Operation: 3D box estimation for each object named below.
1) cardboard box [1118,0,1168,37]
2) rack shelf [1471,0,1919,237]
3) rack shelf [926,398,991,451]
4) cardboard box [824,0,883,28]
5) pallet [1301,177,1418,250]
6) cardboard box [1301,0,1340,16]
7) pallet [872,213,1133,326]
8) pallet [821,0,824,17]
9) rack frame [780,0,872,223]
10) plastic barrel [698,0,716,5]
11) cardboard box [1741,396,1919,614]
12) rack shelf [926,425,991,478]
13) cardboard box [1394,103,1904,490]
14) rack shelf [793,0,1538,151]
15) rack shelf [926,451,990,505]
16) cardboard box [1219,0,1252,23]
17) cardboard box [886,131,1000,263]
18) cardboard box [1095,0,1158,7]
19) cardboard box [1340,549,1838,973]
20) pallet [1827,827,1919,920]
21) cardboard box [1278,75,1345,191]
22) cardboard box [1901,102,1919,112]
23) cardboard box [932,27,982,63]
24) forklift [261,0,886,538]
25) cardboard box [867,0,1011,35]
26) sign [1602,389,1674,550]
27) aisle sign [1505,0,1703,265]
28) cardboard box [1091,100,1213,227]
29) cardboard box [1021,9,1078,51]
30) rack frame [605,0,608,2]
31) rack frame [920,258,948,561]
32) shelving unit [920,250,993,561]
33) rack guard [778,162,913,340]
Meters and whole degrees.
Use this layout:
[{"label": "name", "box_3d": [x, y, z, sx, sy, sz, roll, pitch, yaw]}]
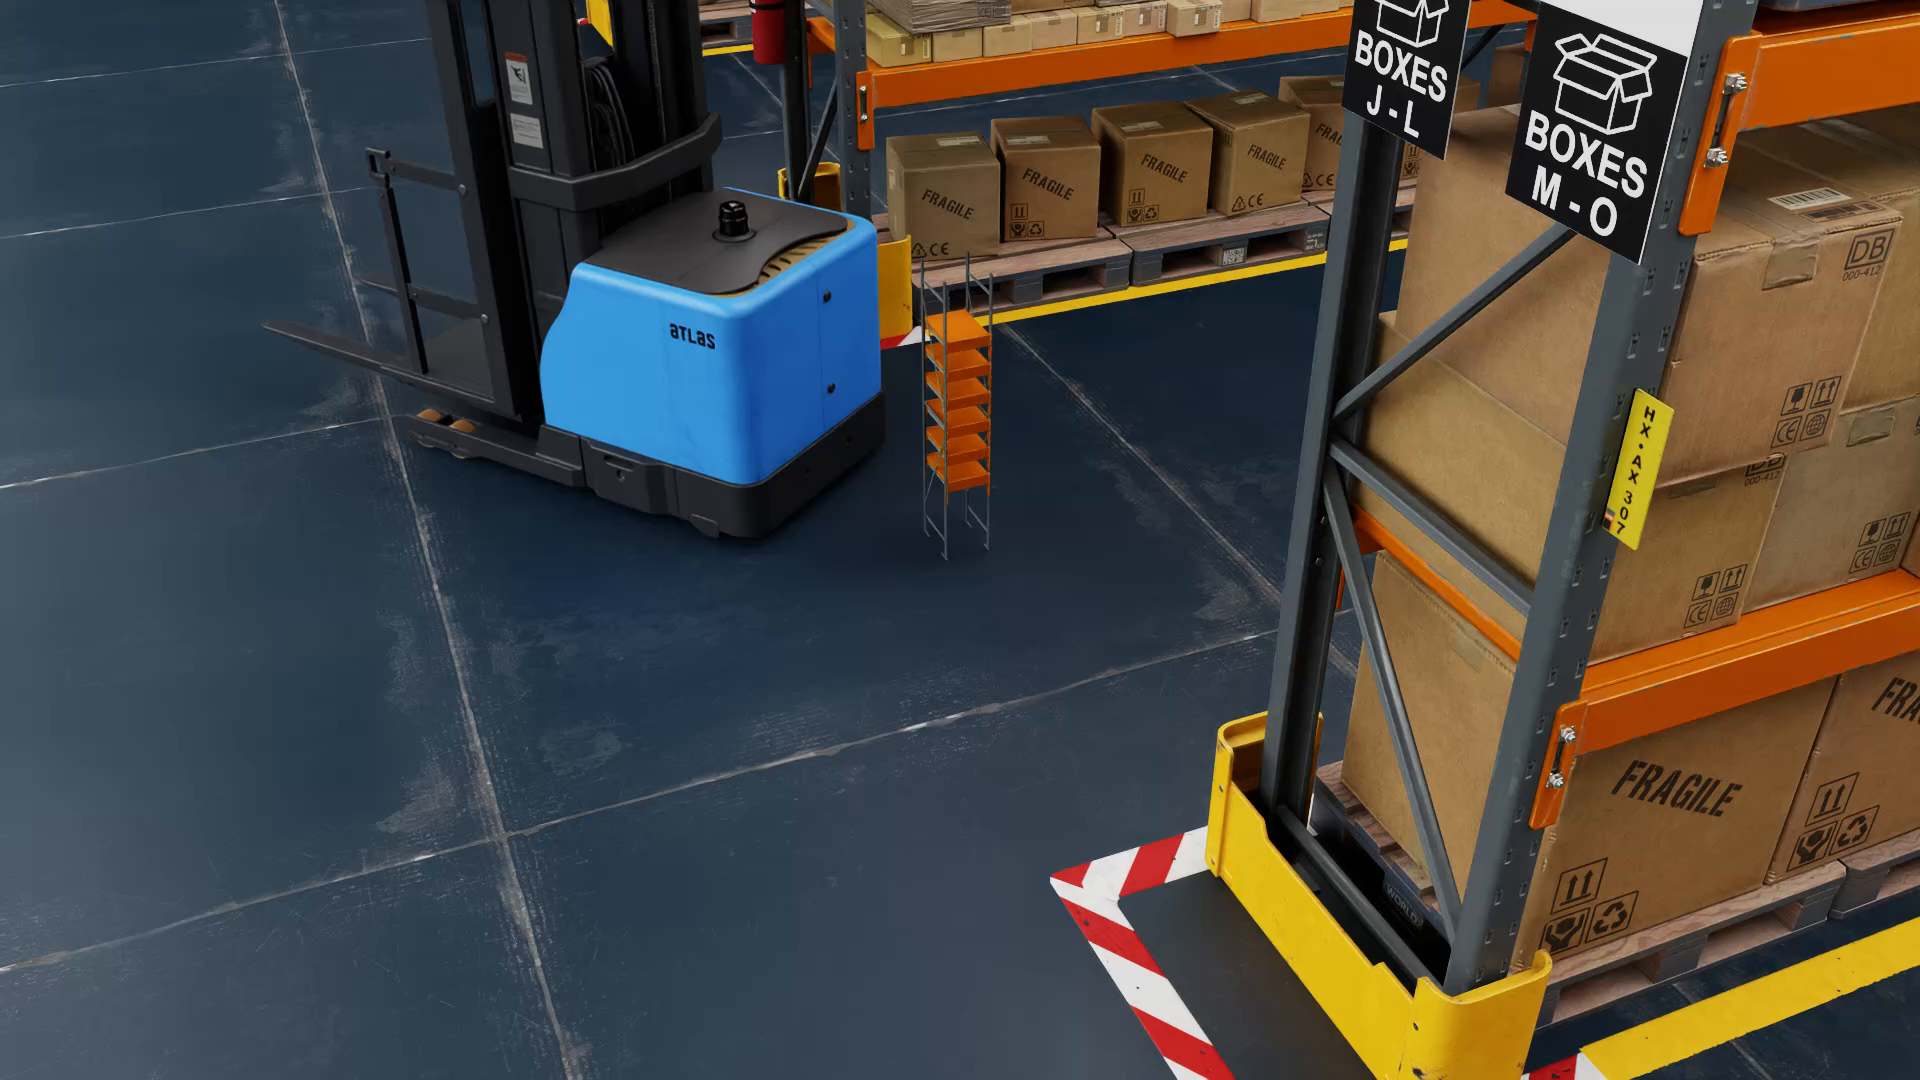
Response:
[{"label": "cardboard box", "box_3d": [0.831, -2.642, 8.290, 0.250, 0.149, 0.380, -13, 35, -19]}, {"label": "rack shelf", "box_3d": [2.997, -1.402, 4.064, 4.000, 0.370, 1.077, -13, 35, -19]}, {"label": "rack shelf", "box_3d": [-0.013, -0.463, 6.442, 0.180, 0.103, 0.258, -13, 35, -19]}, {"label": "cardboard box", "box_3d": [-0.491, -2.598, 8.223, 0.250, 0.149, 0.380, -13, 35, -19]}, {"label": "pallet", "box_3d": [2.409, -2.056, 9.716, 1.213, 0.211, 1.003, -13, 35, -19]}, {"label": "cardboard box", "box_3d": [1.758, -2.846, 8.605, 0.250, 0.149, 0.380, -13, 35, -19]}, {"label": "pallet", "box_3d": [0.159, -1.540, 8.924, 1.213, 0.211, 1.003, -13, 35, -19]}, {"label": "pallet", "box_3d": [-0.665, -4.325, 13.204, 1.213, 0.211, 1.003, -13, 35, -19]}, {"label": "rack frame", "box_3d": [-0.674, -2.539, 7.903, 0.127, 3.000, 1.000, -13, 35, -19]}, {"label": "plastic barrel", "box_3d": [-2.014, -4.341, 12.567, 0.421, 0.512, 0.421, 0, 33, 0]}, {"label": "cardboard box", "box_3d": [1.977, -0.315, 4.346, 0.550, 0.550, 0.875, -13, 35, -19]}, {"label": "rack shelf", "box_3d": [-0.013, -0.362, 6.508, 0.180, 0.103, 0.258, -13, 35, -19]}, {"label": "cardboard box", "box_3d": [1.511, -0.598, 3.792, 0.550, 0.550, 0.875, -13, 35, -19]}, {"label": "rack shelf", "box_3d": [1.171, -2.660, 8.748, 4.000, 0.370, 1.077, -13, 35, -19]}, {"label": "rack shelf", "box_3d": [-0.013, -0.261, 6.573, 0.180, 0.103, 0.258, -13, 35, -19]}, {"label": "cardboard box", "box_3d": [1.281, -2.762, 8.475, 0.250, 0.149, 0.380, -13, 35, -19]}, {"label": "cardboard box", "box_3d": [-0.091, -1.791, 8.659, 0.500, 0.500, 0.500, -7, 34, -10]}, {"label": "cardboard box", "box_3d": [0.737, -3.058, 8.335, 0.500, 0.500, 0.875, -13, 35, -19]}, {"label": "cardboard box", "box_3d": [1.753, 0.514, 4.773, 0.875, 0.875, 0.875, -13, 35, -19]}, {"label": "pallet", "box_3d": [2.984, 0.681, 5.510, 1.213, 0.211, 1.003, -13, 35, -19]}, {"label": "cardboard box", "box_3d": [2.105, -2.323, 9.477, 0.500, 0.500, 0.500, -2, 33, -4]}, {"label": "cardboard box", "box_3d": [2.551, -0.811, 4.118, 0.550, 0.550, 0.875, -13, 35, -19]}, {"label": "cardboard box", "box_3d": [-0.081, -2.418, 7.946, 0.250, 0.149, 0.380, -13, 35, -19]}, {"label": "forklift", "box_3d": [-1.858, -1.815, 6.852, 3.031, 2.935, 1.130, 18, 37, 25]}, {"label": "cardboard box", "box_3d": [-0.156, -2.808, 7.951, 0.500, 0.500, 0.875, -13, 35, -19]}, {"label": "sign", "box_3d": [1.363, -0.140, 3.348, 0.005, 0.325, 0.100, -13, 35, -19]}, {"label": "aisle sign", "box_3d": [1.204, -0.948, 3.073, 0.004, 0.787, 0.394, -13, 35, -19]}, {"label": "cardboard box", "box_3d": [1.031, -2.057, 9.068, 0.500, 0.500, 0.500, -10, 34, -14]}, {"label": "cardboard box", "box_3d": [0.378, -2.526, 8.112, 0.250, 0.149, 0.380, -13, 35, -19]}, {"label": "rack frame", "box_3d": [-2.591, -5.030, 11.730, 0.127, 3.000, 1.000, -13, 35, -19]}, {"label": "rack frame", "box_3d": [-0.098, -0.481, 6.388, 0.006, 1.200, 0.240, -13, 35, -19]}, {"label": "shelving unit", "box_3d": [-0.013, -0.500, 6.418, 0.189, 1.200, 0.258, -13, 35, -19]}, {"label": "rack guard", "box_3d": [-0.603, -1.508, 8.609, 0.348, 0.500, 1.175, -13, 35, -19]}]
